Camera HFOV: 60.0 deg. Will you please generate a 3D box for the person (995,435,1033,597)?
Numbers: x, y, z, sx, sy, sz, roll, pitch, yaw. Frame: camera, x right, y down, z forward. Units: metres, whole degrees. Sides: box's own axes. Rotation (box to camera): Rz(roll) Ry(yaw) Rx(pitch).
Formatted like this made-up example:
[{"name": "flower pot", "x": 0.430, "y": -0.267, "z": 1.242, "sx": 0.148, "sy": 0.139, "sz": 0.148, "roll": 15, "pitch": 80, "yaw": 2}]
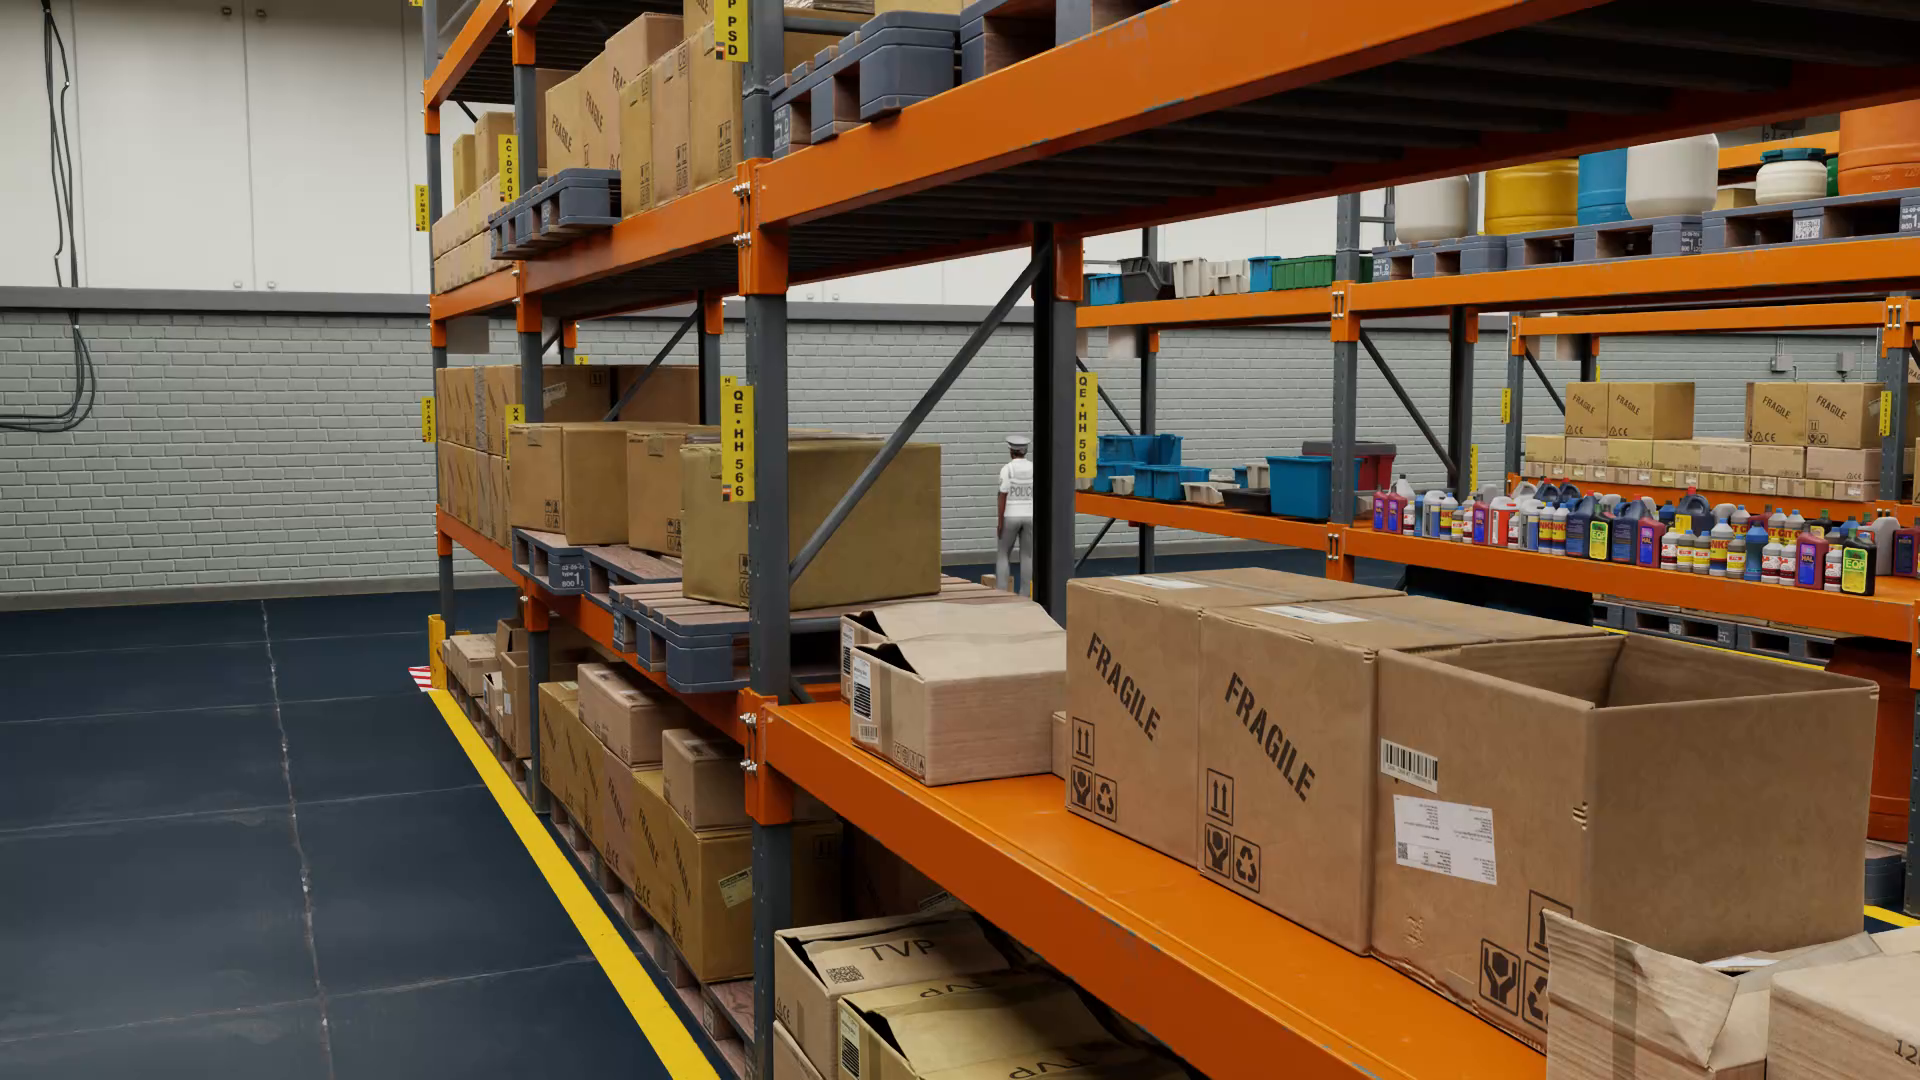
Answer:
[{"name": "person", "x": 0.566, "y": -0.172, "z": 16.344, "sx": 0.496, "sy": 1.714, "sz": 0.442, "roll": -2, "pitch": 6, "yaw": -16}]
